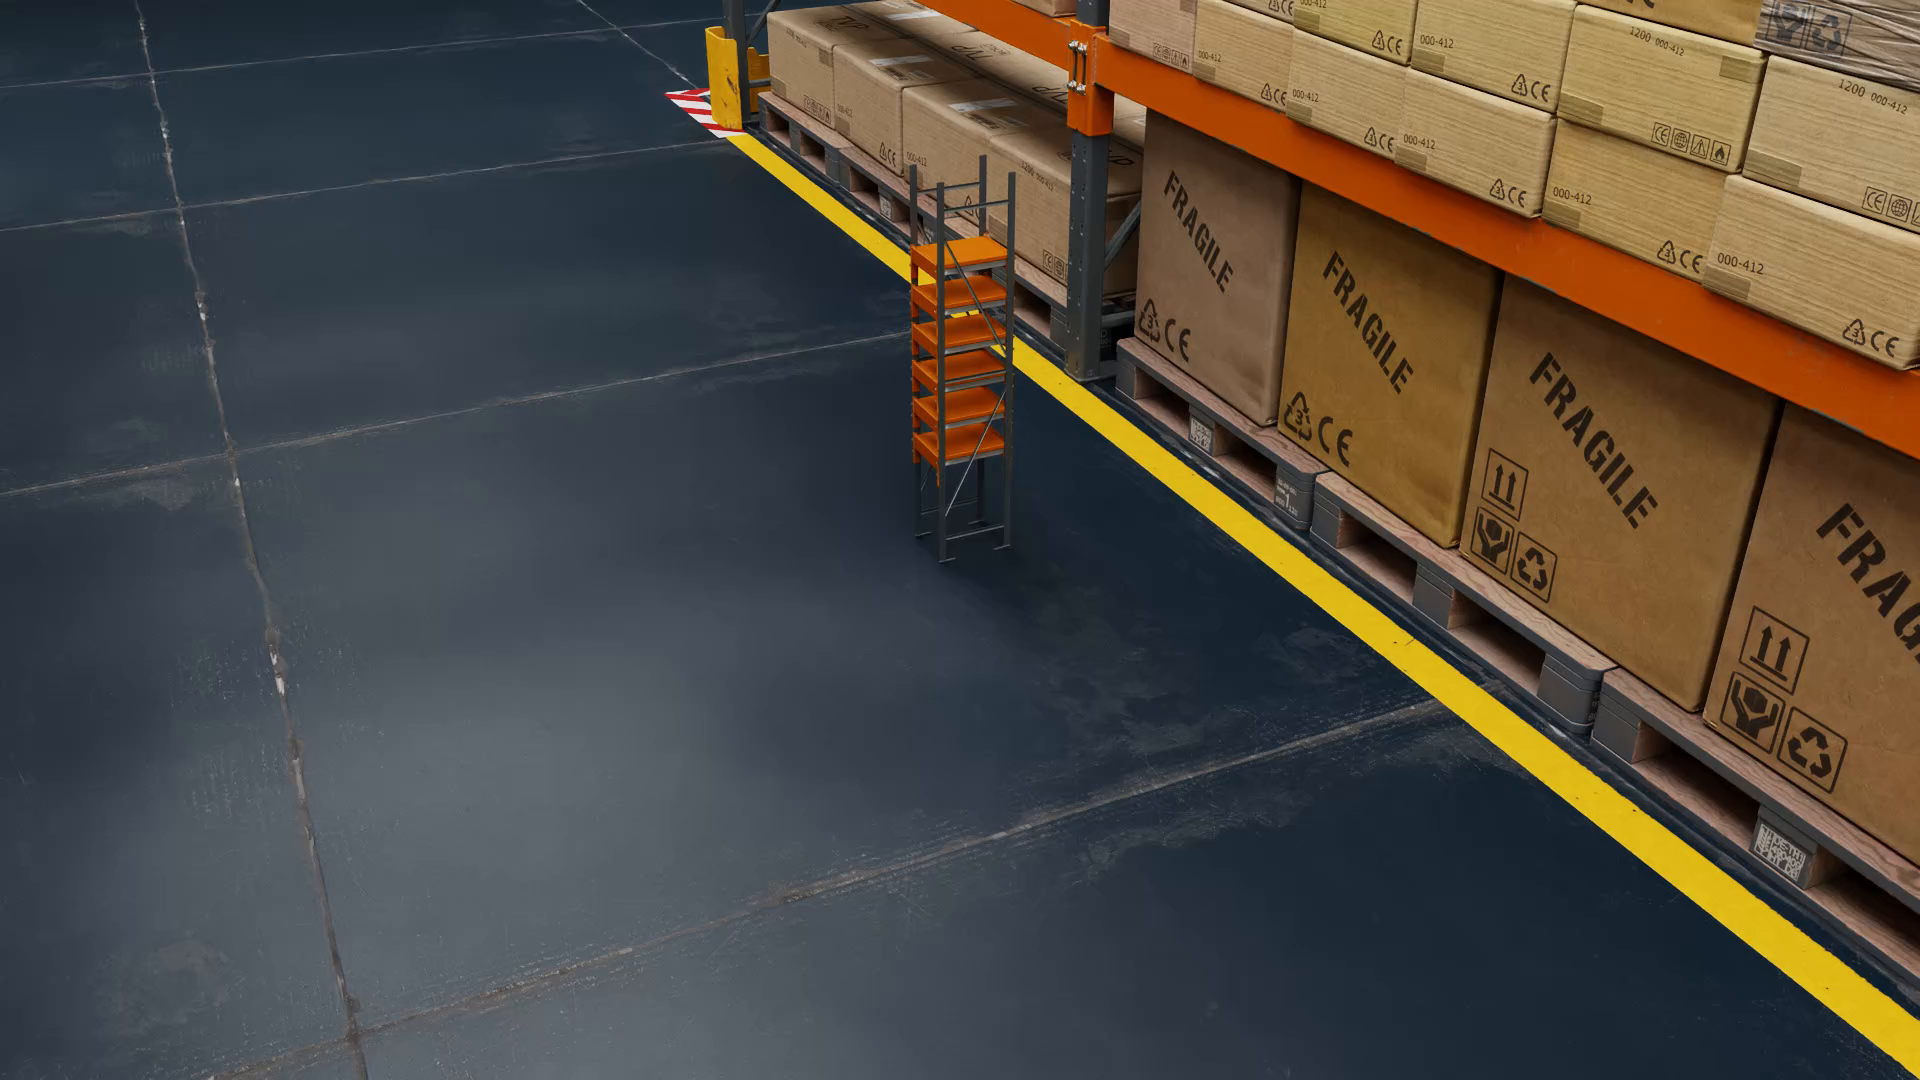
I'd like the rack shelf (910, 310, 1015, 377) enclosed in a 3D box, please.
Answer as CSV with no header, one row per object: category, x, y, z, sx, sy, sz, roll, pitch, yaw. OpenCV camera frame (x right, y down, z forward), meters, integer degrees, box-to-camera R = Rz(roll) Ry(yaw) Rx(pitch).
rack shelf,0.006,-0.583,4.908,0.258,0.103,0.180,-13,32,-22

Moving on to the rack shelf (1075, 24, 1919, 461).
rack shelf,1.735,-0.831,4.400,1.077,0.370,4.000,-13,32,-22

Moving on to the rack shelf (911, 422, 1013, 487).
rack shelf,0.006,-0.269,5.084,0.258,0.103,0.180,-13,32,-22

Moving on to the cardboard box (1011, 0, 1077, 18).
cardboard box,0.447,-2.223,6.045,0.500,0.500,0.500,-13,32,-22

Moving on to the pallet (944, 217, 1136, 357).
pallet,0.621,-1.164,7.110,1.003,0.211,1.213,-13,32,-22

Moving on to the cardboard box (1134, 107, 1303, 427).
cardboard box,1.215,-1.027,5.758,0.875,0.875,0.875,-12,31,-20

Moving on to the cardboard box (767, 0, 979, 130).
cardboard box,-0.467,-2.590,8.992,0.875,0.438,0.875,-14,32,-24

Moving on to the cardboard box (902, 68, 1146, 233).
cardboard box,0.319,-1.789,7.563,0.875,0.438,0.875,-14,32,-23

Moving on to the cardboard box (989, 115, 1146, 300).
cardboard box,0.704,-1.393,6.858,0.875,0.438,0.875,-14,32,-23

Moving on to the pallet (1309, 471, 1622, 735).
pallet,1.804,0.053,4.939,1.003,0.211,1.213,-13,32,-22

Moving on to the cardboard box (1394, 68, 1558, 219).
cardboard box,1.462,-1.032,4.177,0.500,0.250,0.500,-14,32,-23

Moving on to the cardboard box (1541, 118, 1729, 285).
cardboard box,1.707,-0.813,3.786,0.500,0.250,0.500,-13,32,-22

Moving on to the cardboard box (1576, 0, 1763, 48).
cardboard box,1.701,-1.360,3.484,0.500,0.500,0.500,-13,32,-22

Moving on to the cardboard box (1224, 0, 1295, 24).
cardboard box,1.060,-1.702,4.861,0.500,0.250,0.500,-13,32,-21

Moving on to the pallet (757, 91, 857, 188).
pallet,-0.427,-2.242,9.032,1.003,0.211,1.213,-13,32,-22

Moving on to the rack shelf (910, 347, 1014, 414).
rack shelf,0.006,-0.478,4.967,0.258,0.103,0.180,-13,32,-22

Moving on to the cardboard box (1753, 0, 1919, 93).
cardboard box,1.908,-1.139,3.090,0.500,0.500,0.500,-13,32,-21

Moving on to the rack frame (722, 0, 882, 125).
rack frame,-0.841,-3.795,8.951,1.000,3.000,0.127,-13,32,-22

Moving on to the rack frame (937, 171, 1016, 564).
rack frame,0.046,-0.477,4.873,0.240,1.200,0.006,-13,32,-22

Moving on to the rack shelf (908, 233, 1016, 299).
rack shelf,0.006,-0.792,4.791,0.258,0.103,0.180,-13,32,-22

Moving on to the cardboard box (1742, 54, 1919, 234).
cardboard box,1.933,-0.800,3.252,0.500,0.250,0.500,-14,32,-23

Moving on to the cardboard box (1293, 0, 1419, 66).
cardboard box,1.253,-1.474,4.454,0.500,0.250,0.500,-13,32,-21

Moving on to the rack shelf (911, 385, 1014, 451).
rack shelf,0.006,-0.374,5.026,0.258,0.103,0.180,-13,32,-22

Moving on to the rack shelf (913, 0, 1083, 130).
rack shelf,0.018,-2.598,7.551,1.077,0.370,4.000,-13,32,-22

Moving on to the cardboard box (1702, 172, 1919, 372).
cardboard box,1.909,-0.587,3.383,0.500,0.250,0.500,-13,32,-21

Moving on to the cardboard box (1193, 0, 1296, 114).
cardboard box,1.051,-1.484,4.984,0.500,0.250,0.500,-14,32,-23

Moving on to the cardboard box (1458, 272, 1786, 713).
cardboard box,1.993,-0.235,4.345,0.875,0.875,0.875,-13,32,-21

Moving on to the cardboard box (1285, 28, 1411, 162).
cardboard box,1.256,-1.255,4.574,0.500,0.250,0.500,-13,32,-22

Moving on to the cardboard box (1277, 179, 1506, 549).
cardboard box,1.610,-0.630,5.049,0.875,0.875,0.875,-12,31,-21

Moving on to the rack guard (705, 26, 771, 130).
rack guard,-0.851,-2.715,9.581,1.175,0.500,0.348,-13,32,-22

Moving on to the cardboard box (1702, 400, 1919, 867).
cardboard box,2.372,0.160,3.641,0.875,0.875,0.875,-13,32,-22

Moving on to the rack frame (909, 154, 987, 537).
rack frame,-0.033,-0.557,5.017,0.240,1.200,0.006,-13,32,-22

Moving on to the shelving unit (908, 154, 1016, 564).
shelving unit,0.006,-0.517,4.945,0.258,1.200,0.189,-13,32,-22

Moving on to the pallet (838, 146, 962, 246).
pallet,0.093,-1.704,8.072,1.003,0.211,1.213,-13,32,-22

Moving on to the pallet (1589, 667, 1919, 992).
pallet,2.323,0.591,3.980,1.003,0.211,1.213,-13,32,-22

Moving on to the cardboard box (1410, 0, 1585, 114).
cardboard box,1.471,-1.251,4.056,0.500,0.250,0.500,-14,32,-23

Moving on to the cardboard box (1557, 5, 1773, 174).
cardboard box,1.695,-1.022,3.647,0.500,0.250,0.500,-14,32,-23

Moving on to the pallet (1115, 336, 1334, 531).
pallet,1.276,-0.487,5.902,1.003,0.211,1.213,-13,32,-22

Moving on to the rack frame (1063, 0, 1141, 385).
rack frame,0.877,-2.028,5.799,1.000,3.000,0.127,-13,32,-22

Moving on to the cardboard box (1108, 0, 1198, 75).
cardboard box,0.827,-1.713,5.391,0.500,0.250,0.500,-14,32,-23

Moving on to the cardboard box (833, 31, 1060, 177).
cardboard box,-0.067,-2.187,8.274,0.875,0.438,0.875,-12,32,-21

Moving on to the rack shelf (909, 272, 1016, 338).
rack shelf,0.006,-0.688,4.849,0.258,0.103,0.180,-13,32,-22
